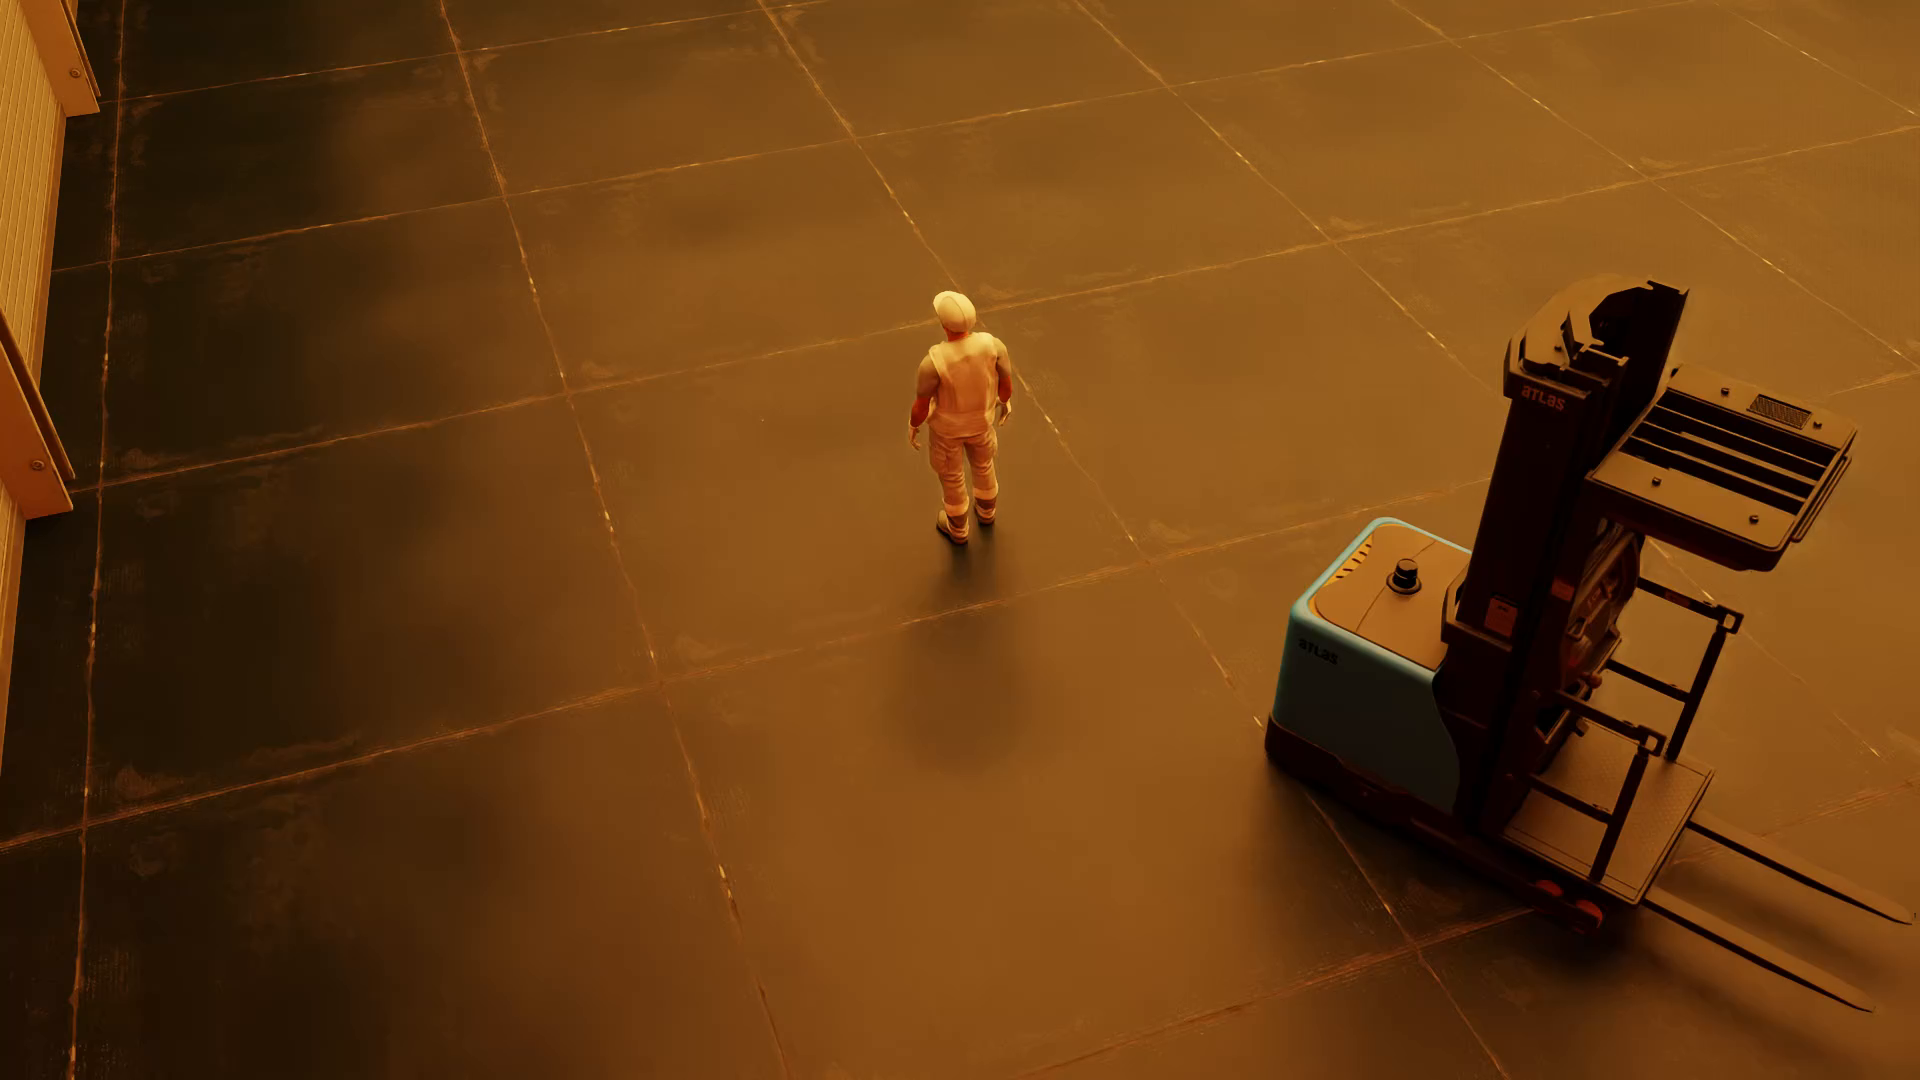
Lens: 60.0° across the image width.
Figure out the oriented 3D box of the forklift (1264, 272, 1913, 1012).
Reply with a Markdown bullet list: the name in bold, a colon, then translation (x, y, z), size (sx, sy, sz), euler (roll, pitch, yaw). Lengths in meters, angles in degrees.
- **forklift**: translation (3.091, 0.384, 7.539), size (3.031, 2.935, 1.130), euler (27, 47, 28)

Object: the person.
- **person**: translation (-0.016, -0.742, 9.756), size (0.637, 1.787, 0.564), euler (-13, 42, -15)
